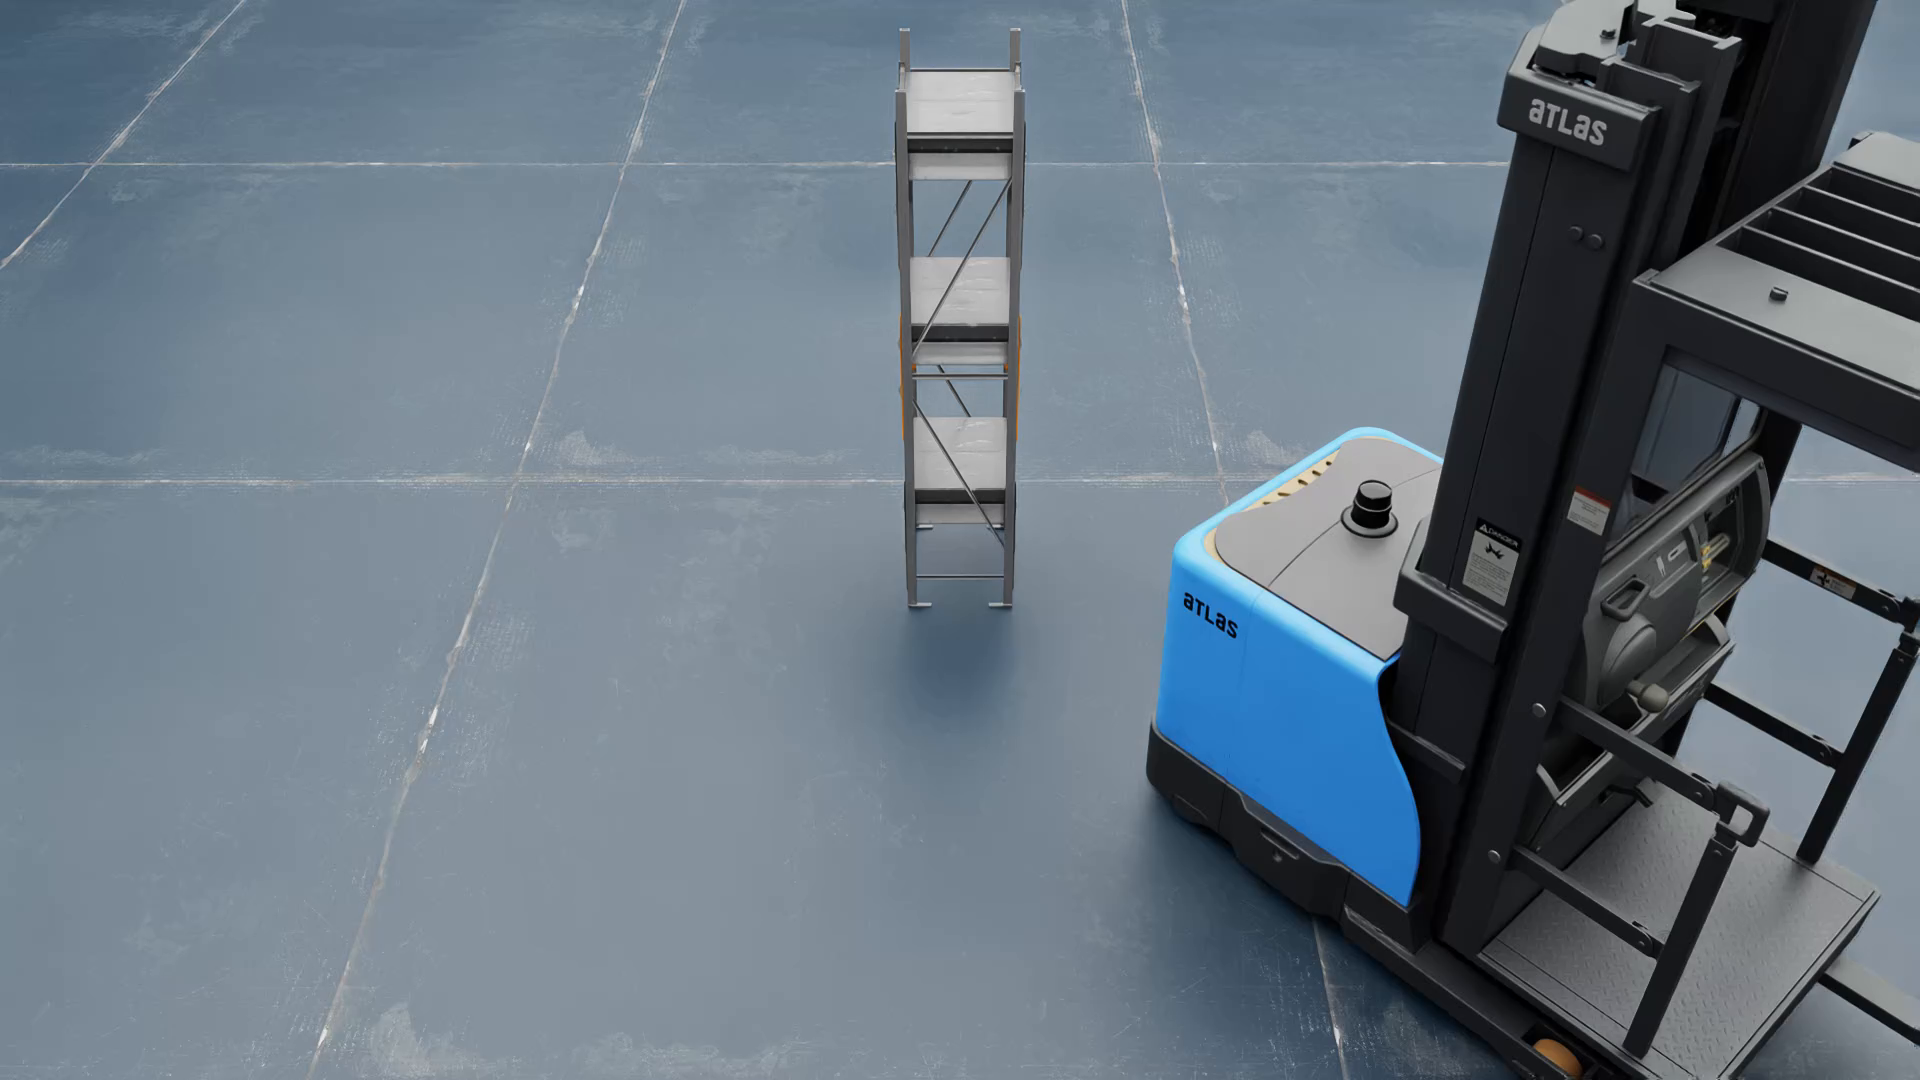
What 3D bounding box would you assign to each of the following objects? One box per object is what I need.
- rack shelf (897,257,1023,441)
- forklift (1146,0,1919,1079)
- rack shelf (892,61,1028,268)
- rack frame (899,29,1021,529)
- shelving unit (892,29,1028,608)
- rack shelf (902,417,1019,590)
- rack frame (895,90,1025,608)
[{"bbox_3d":[0.000,-0.705,5.973,0.431,0.518,0.480,0,39,0],"label":"rack shelf"},{"bbox_3d":[1.997,0.176,4.186,1.130,2.935,3.031,-30,47,-32],"label":"forklift"},{"bbox_3d":[0.000,-1.251,5.535,0.431,0.518,0.480,0,39,0],"label":"rack shelf"},{"bbox_3d":[0.000,-0.868,6.155,0.400,2.100,0.015,0,39,0],"label":"rack frame"},{"bbox_3d":[0.000,-0.716,5.964,0.431,2.100,0.503,0,39,0],"label":"shelving unit"},{"bbox_3d":[0.000,-0.159,6.410,0.431,0.518,0.480,0,39,0],"label":"rack shelf"},{"bbox_3d":[0.000,-0.563,5.774,0.400,2.100,0.015,0,39,0],"label":"rack frame"}]
